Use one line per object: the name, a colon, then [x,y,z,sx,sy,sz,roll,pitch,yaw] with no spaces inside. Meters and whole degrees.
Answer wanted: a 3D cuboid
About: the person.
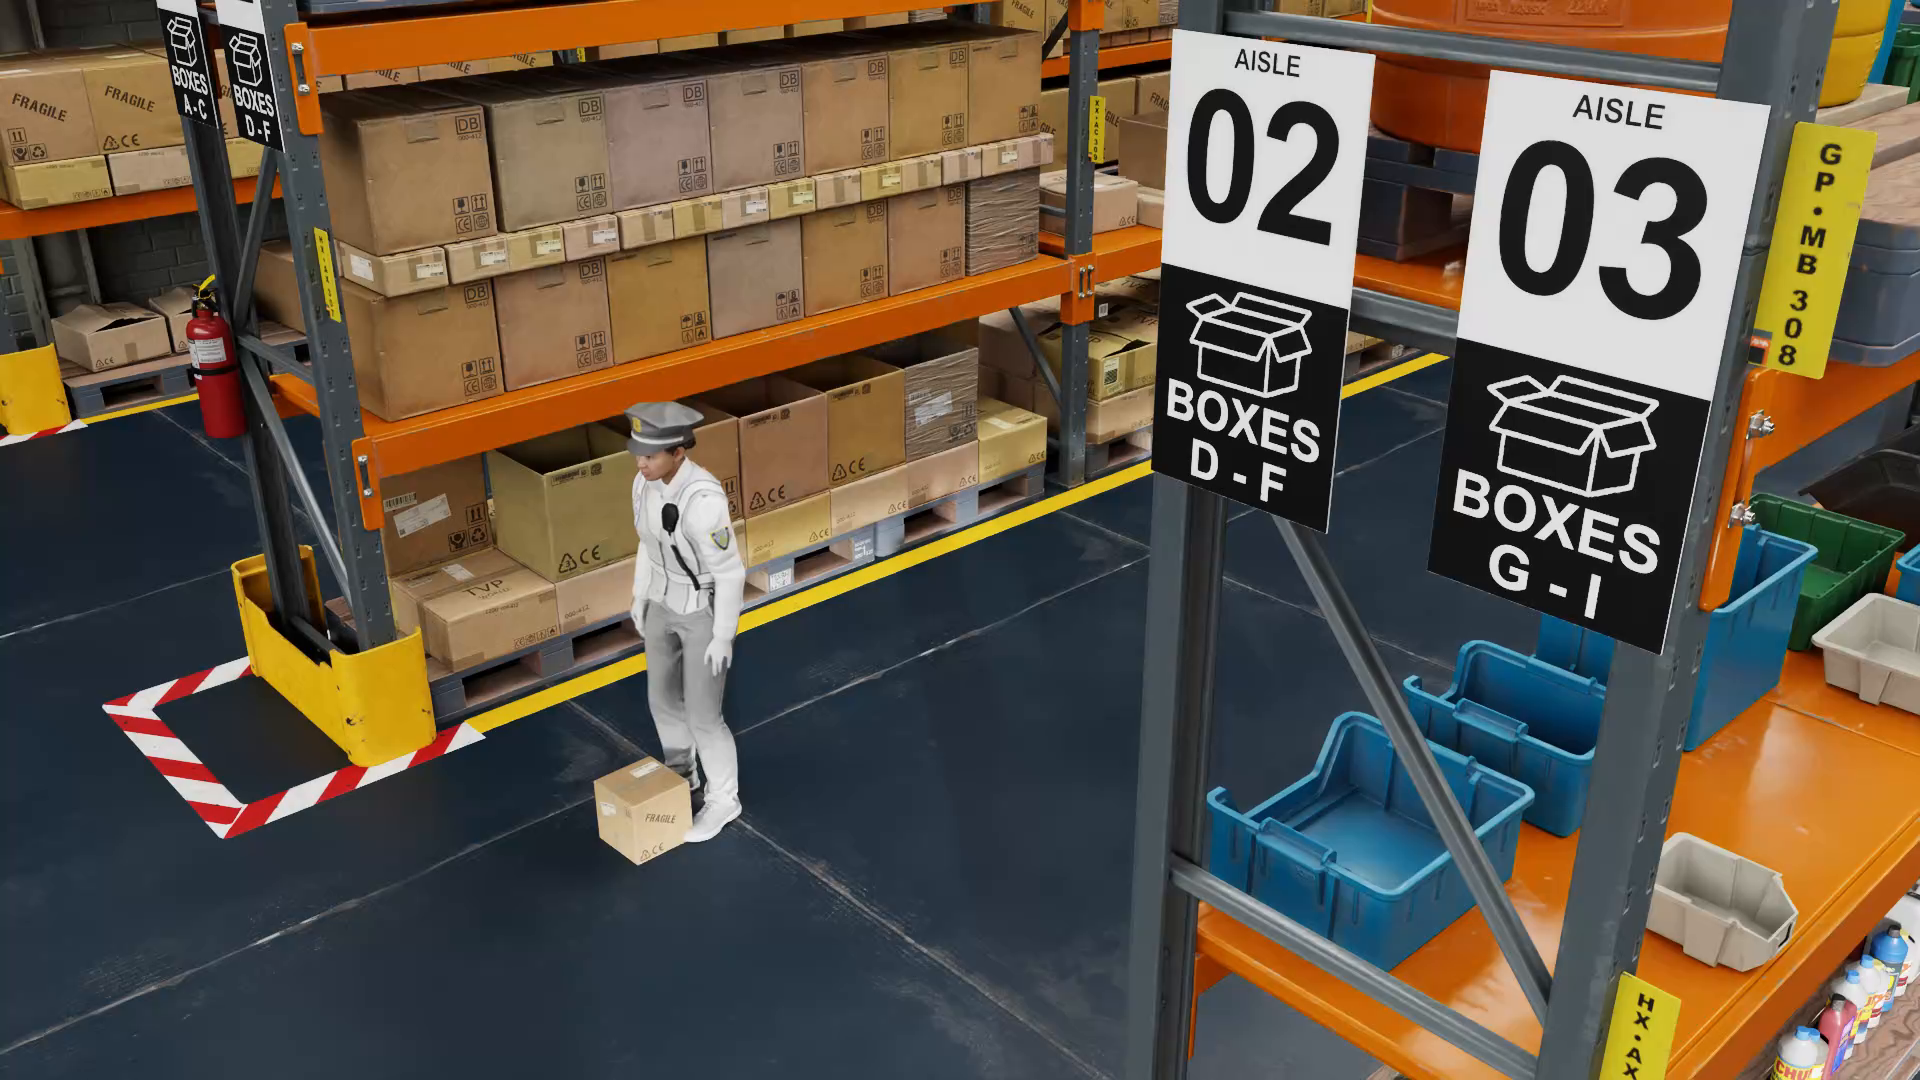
person: [-0.987,0.281,5.983,0.541,1.662,0.375,21,32,39]
